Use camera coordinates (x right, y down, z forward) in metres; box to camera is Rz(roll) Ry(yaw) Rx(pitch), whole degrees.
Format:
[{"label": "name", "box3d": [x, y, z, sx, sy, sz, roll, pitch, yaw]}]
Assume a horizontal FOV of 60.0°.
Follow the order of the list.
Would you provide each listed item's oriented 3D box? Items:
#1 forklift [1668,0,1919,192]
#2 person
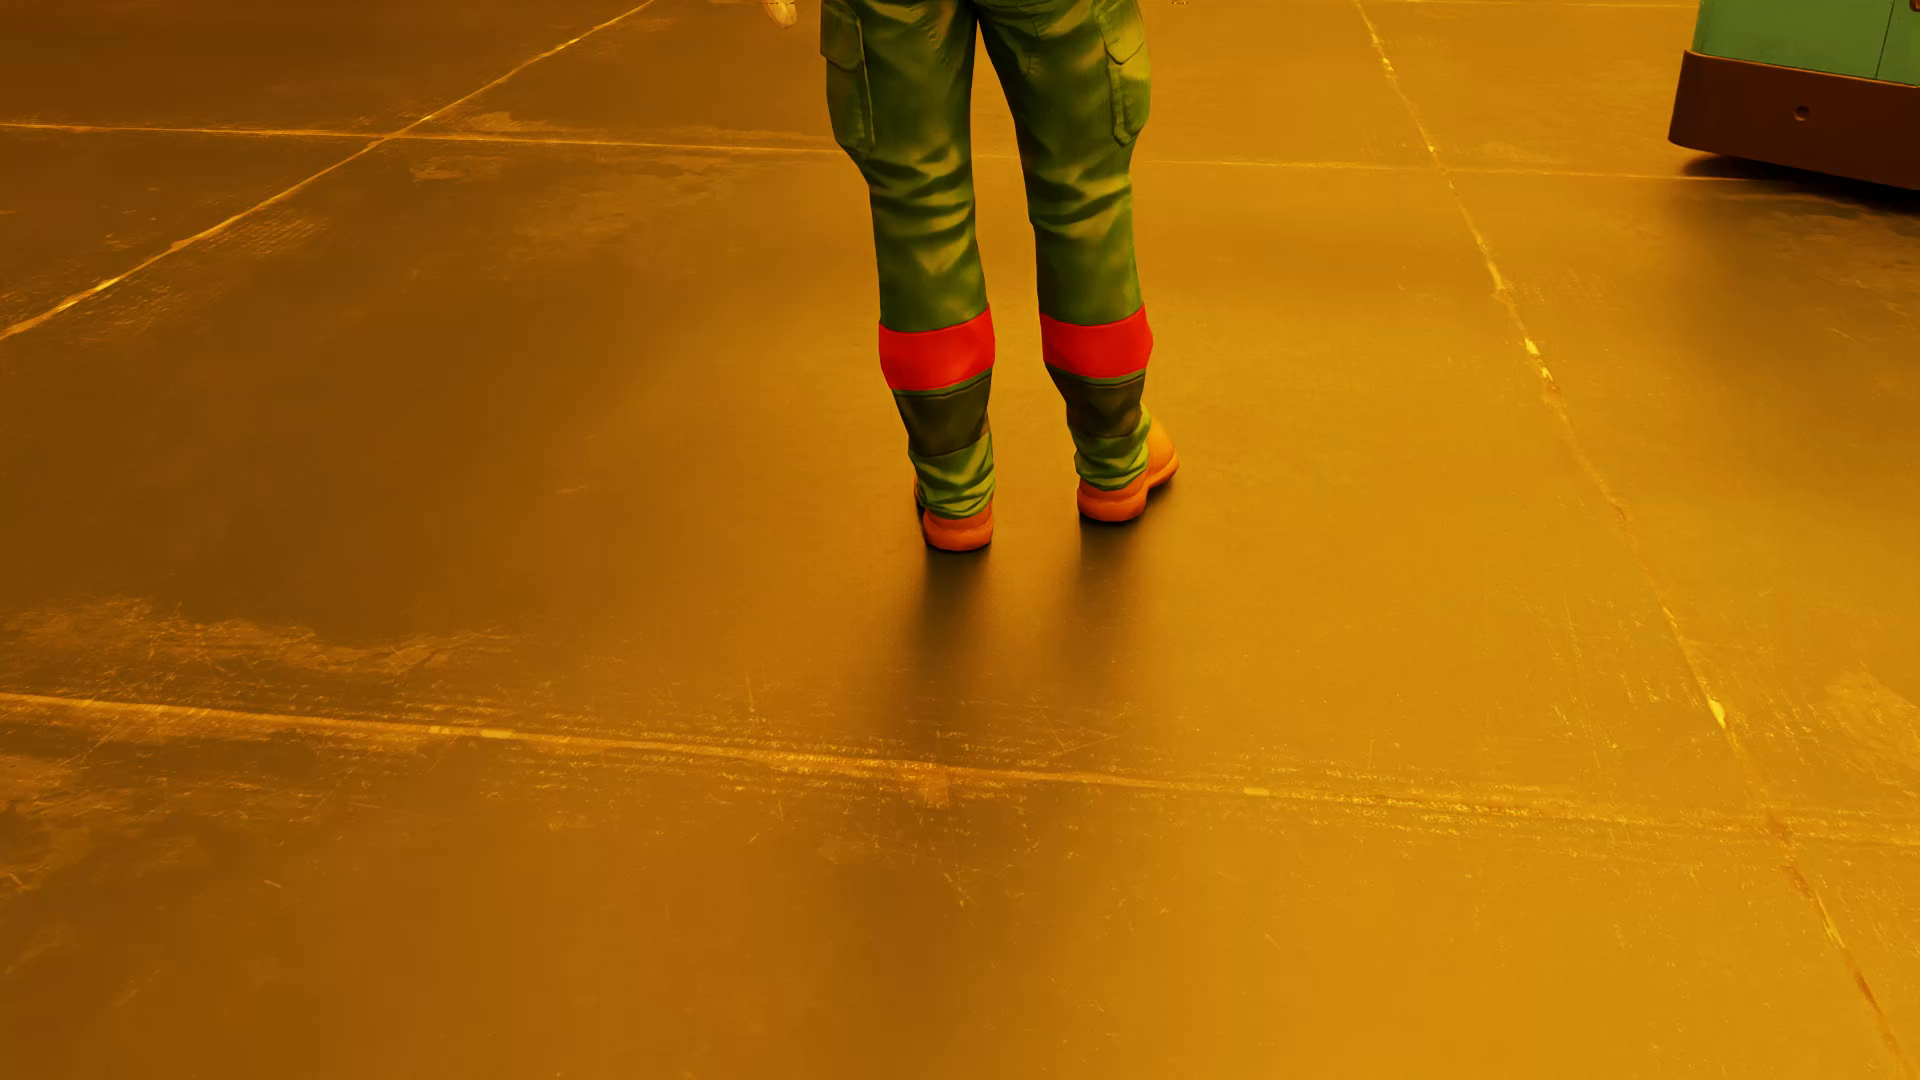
[{"label": "forklift", "box3d": [3.365, -2.588, 4.405, 3.031, 2.935, 1.130, -21, 33, -36]}, {"label": "person", "box3d": [0.021, -0.842, 2.168, 0.638, 1.789, 0.562, 3, 27, 7]}]
